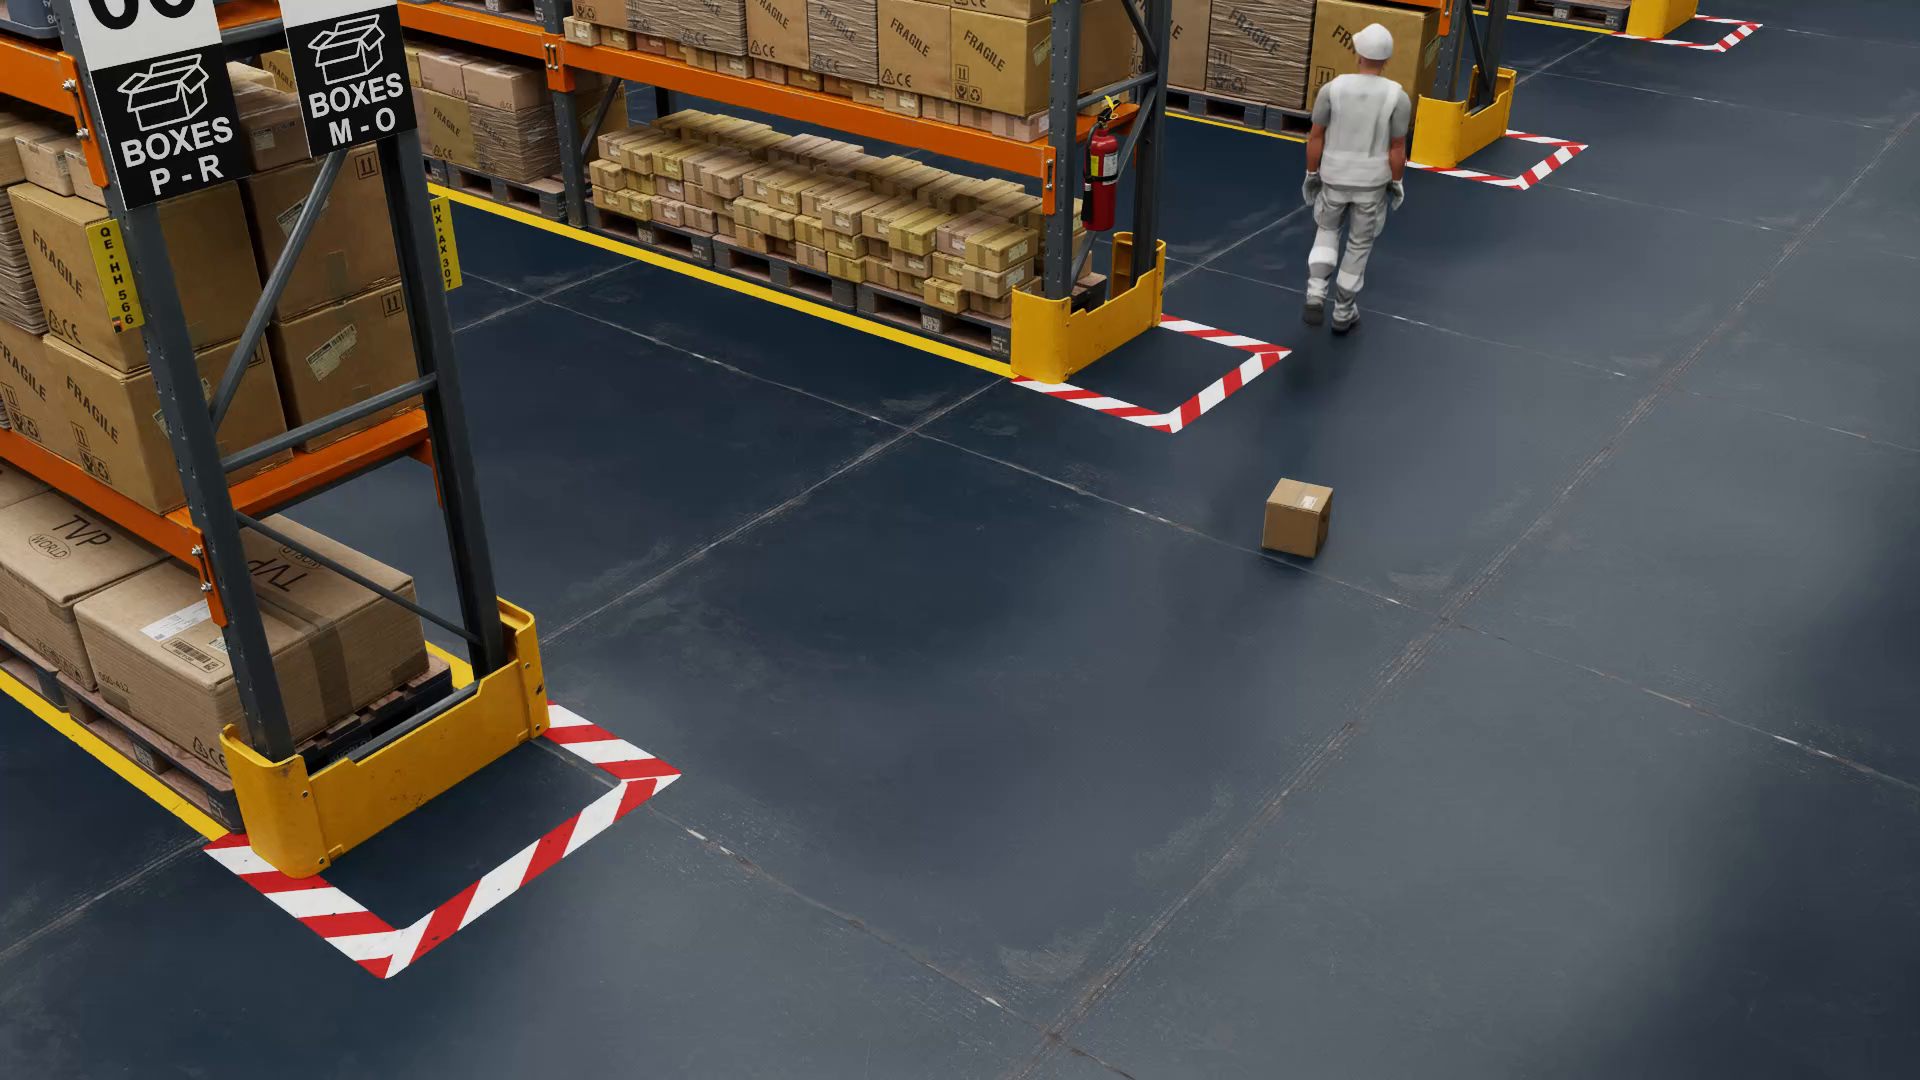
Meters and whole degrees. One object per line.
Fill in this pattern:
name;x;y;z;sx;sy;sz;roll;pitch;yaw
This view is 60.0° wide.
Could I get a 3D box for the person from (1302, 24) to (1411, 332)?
person;2.257;-2.050;9.516;0.556;1.791;0.472;13;33;20
